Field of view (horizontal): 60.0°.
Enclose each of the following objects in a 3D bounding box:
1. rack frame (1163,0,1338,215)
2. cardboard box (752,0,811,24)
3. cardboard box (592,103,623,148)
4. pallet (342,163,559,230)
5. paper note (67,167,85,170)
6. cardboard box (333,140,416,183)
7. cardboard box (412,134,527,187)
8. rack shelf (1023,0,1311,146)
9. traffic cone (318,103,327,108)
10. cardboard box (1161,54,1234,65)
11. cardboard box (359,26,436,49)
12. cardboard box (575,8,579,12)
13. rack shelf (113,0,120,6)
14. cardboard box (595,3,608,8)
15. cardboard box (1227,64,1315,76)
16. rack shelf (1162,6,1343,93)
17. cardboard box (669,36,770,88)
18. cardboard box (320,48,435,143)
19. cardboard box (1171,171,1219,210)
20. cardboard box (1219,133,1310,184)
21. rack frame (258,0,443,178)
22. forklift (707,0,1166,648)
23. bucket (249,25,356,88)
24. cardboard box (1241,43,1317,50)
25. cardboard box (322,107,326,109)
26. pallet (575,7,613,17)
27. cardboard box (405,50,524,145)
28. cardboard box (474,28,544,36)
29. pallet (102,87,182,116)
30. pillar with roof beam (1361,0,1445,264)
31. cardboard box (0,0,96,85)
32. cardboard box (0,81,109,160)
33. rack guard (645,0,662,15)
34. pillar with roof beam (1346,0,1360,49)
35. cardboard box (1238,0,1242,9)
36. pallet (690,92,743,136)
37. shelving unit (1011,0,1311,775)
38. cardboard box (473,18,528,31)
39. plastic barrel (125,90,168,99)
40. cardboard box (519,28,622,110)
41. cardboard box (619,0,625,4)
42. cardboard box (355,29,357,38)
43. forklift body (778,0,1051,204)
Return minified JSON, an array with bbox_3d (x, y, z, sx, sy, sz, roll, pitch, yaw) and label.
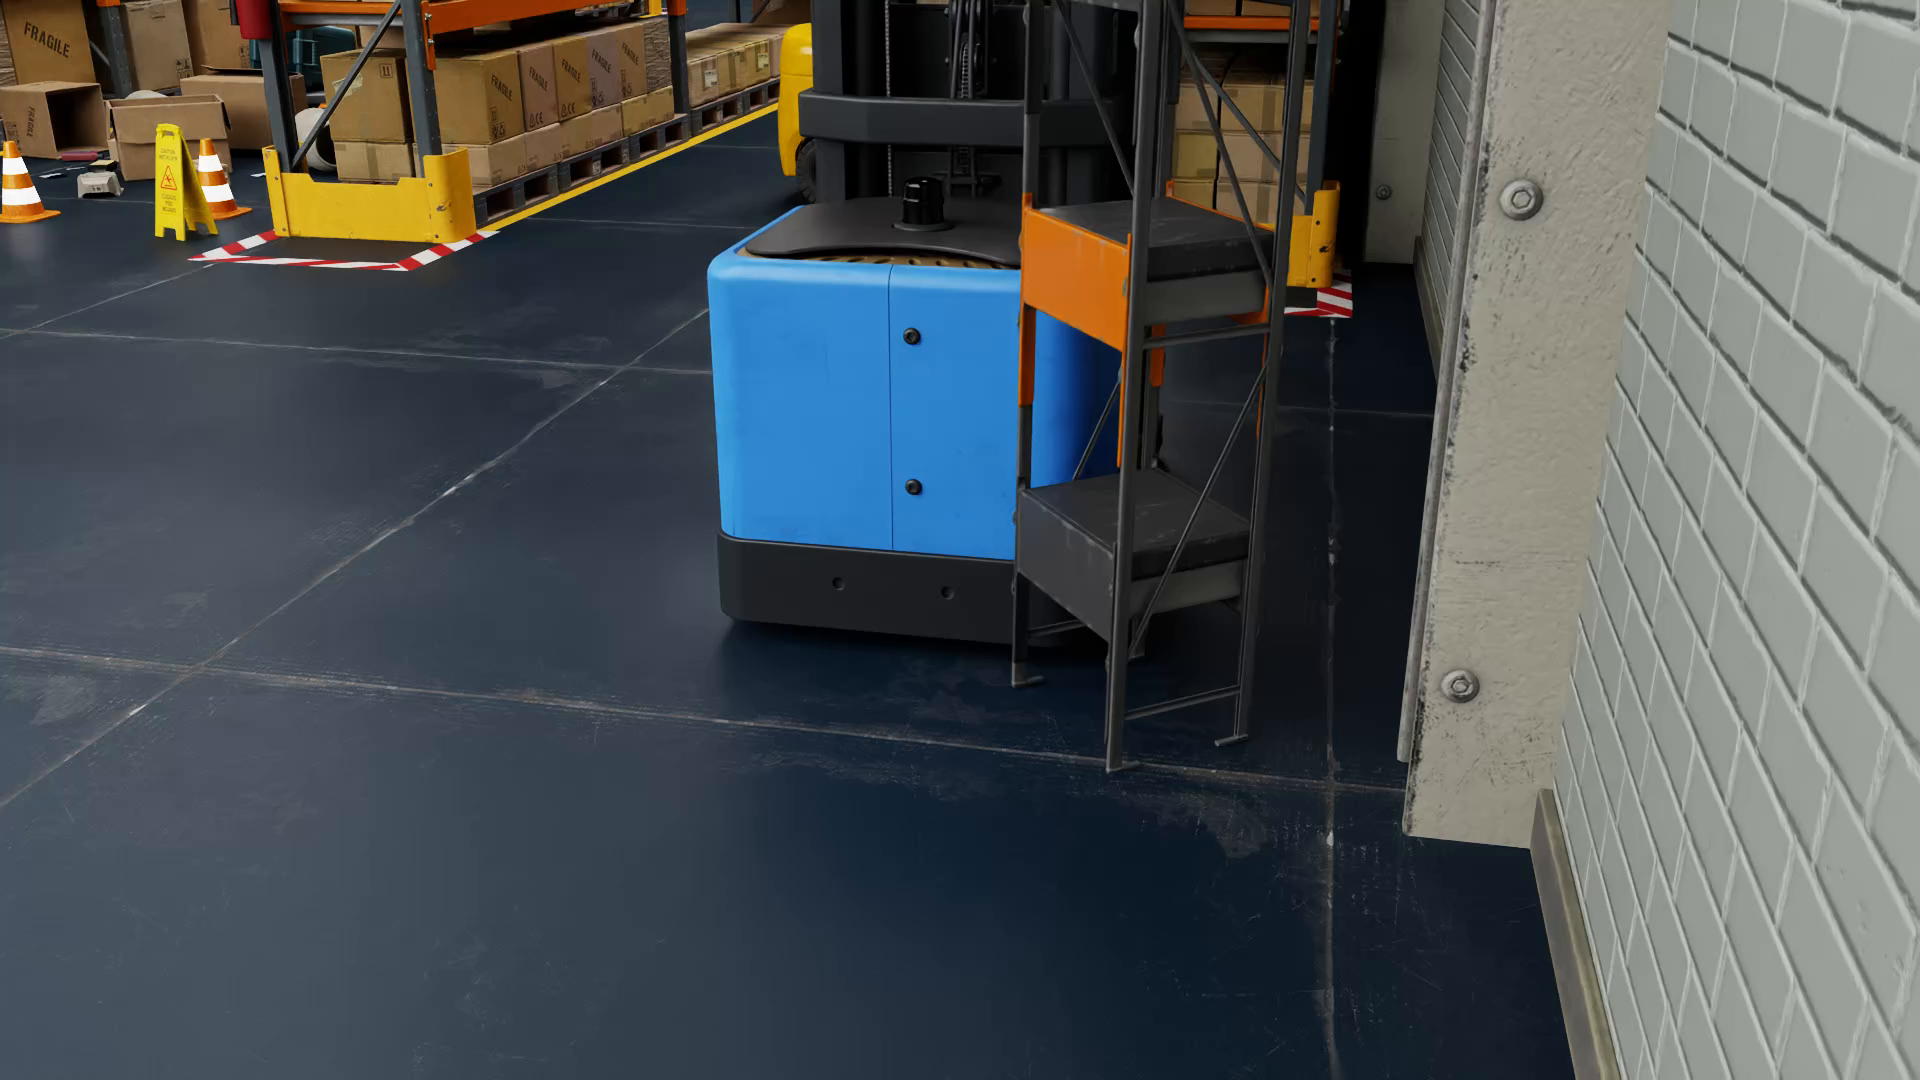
[{"bbox_3d":[1.382,-2.802,8.295,1.000,3.000,0.127,4,22,11],"label":"rack frame"},{"bbox_3d":[-1.623,-5.560,17.426,0.875,0.875,0.875,4,22,10],"label":"cardboard box"},{"bbox_3d":[-2.726,-2.943,11.765,0.500,0.250,0.500,5,22,12],"label":"cardboard box"},{"bbox_3d":[-3.262,-2.207,10.552,1.003,0.211,1.213,4,22,11],"label":"pallet"},{"bbox_3d":[-6.383,-2.682,12.000,0.032,0.001,0.123,18,28,38],"label":"paper note"},{"bbox_3d":[-3.571,-2.423,10.473,0.500,0.250,0.500,4,22,11],"label":"cardboard box"},{"bbox_3d":[-3.042,-2.372,10.347,0.500,0.250,0.500,4,22,10],"label":"cardboard box"},{"bbox_3d":[0.438,-1.161,3.577,0.431,0.518,0.480,-10,25,-24],"label":"rack shelf"},{"bbox_3d":[-5.776,-4.181,15.115,0.336,0.463,0.334,4,22,11],"label":"traffic cone"},{"bbox_3d":[1.363,-2.750,9.946,0.500,0.250,0.500,5,22,12],"label":"cardboard box"},{"bbox_3d":[-3.560,-3.199,10.528,0.380,0.149,0.250,5,22,12],"label":"cardboard box"},{"bbox_3d":[-5.429,-7.279,22.665,0.380,0.149,0.250,4,22,9],"label":"cardboard box"},{"bbox_3d":[-7.120,-5.380,15.659,1.077,0.370,4.000,4,22,11],"label":"rack shelf"},{"bbox_3d":[-5.178,-7.555,23.351,0.380,0.149,0.250,5,22,12],"label":"cardboard box"},{"bbox_3d":[1.764,-2.529,9.398,0.500,0.250,0.500,4,22,11],"label":"cardboard box"},{"bbox_3d":[1.790,-3.199,10.246,1.077,0.370,4.000,4,22,11],"label":"rack shelf"},{"bbox_3d":[-2.273,-4.327,15.038,0.950,0.372,0.625,5,23,13],"label":"cardboard box"},{"bbox_3d":[-3.569,-2.759,10.303,0.500,0.500,0.500,5,22,11],"label":"cardboard box"},{"bbox_3d":[1.169,-1.917,9.217,0.500,0.250,0.500,5,22,11],"label":"cardboard box"},{"bbox_3d":[1.682,-2.109,9.024,0.500,0.250,0.500,5,22,12],"label":"cardboard box"},{"bbox_3d":[-3.478,-3.179,9.231,1.000,3.000,0.127,4,22,11],"label":"rack frame"},{"bbox_3d":[0.129,-1.590,5.378,1.130,2.935,3.031,4,22,11],"label":"forklift"},{"bbox_3d":[-5.299,-3.943,13.476,0.726,0.611,0.620,13,15,29],"label":"bucket"},{"bbox_3d":[2.082,-3.083,10.773,0.500,0.250,0.500,5,22,11],"label":"cardboard box"},{"bbox_3d":[-4.929,-3.239,13.041,0.258,0.266,0.396,-11,25,-26],"label":"cardboard box"},{"bbox_3d":[-5.546,-7.310,23.222,1.003,0.211,1.213,4,22,11],"label":"pallet"},{"bbox_3d":[-3.038,-2.729,10.228,0.500,0.500,0.500,4,22,9],"label":"cardboard box"},{"bbox_3d":[-3.251,-3.327,11.715,0.500,0.500,0.500,6,23,14],"label":"cardboard box"},{"bbox_3d":[-7.444,-3.976,14.945,1.003,0.211,1.213,4,22,11],"label":"pallet"},{"bbox_3d":[-1.808,-6.099,8.451,9.100,9.000,0.400,4,22,11],"label":"pillar with roof beam"},{"bbox_3d":[-7.725,-3.967,13.469,0.875,0.875,0.875,5,22,12],"label":"cardboard box"},{"bbox_3d":[-6.840,-3.178,12.571,0.500,0.500,0.500,8,23,20],"label":"cardboard box"},{"bbox_3d":[-5.095,-8.183,25.004,1.175,0.500,0.348,4,22,11],"label":"rack guard"},{"bbox_3d":[0.641,-10.487,19.348,9.100,9.000,0.400,4,22,11],"label":"pillar with roof beam"},{"bbox_3d":[1.341,-3.237,9.242,0.500,0.500,0.500,5,23,13],"label":"cardboard box"},{"bbox_3d":[-2.504,-3.633,14.092,1.003,0.211,1.213,4,22,11],"label":"pallet"},{"bbox_3d":[0.433,-0.529,3.844,0.431,2.100,0.503,-10,25,-24],"label":"shelving unit"},{"bbox_3d":[-3.286,-3.687,11.738,0.380,0.149,0.250,6,23,14],"label":"cardboard box"},{"bbox_3d":[-6.258,-3.255,12.869,0.421,0.421,0.512,-16,27,-35],"label":"plastic barrel"},{"bbox_3d":[-2.725,-3.299,11.645,0.500,0.500,0.500,6,23,14],"label":"cardboard box"},{"bbox_3d":[-5.074,-7.843,24.066,0.380,0.149,0.250,4,22,11],"label":"cardboard box"},{"bbox_3d":[-6.833,-5.741,18.377,0.500,0.500,0.500,4,22,11],"label":"cardboard box"},{"bbox_3d":[-0.017,-3.241,10.521,2.313,2.155,1.214,4,22,11],"label":"forklift body"}]
